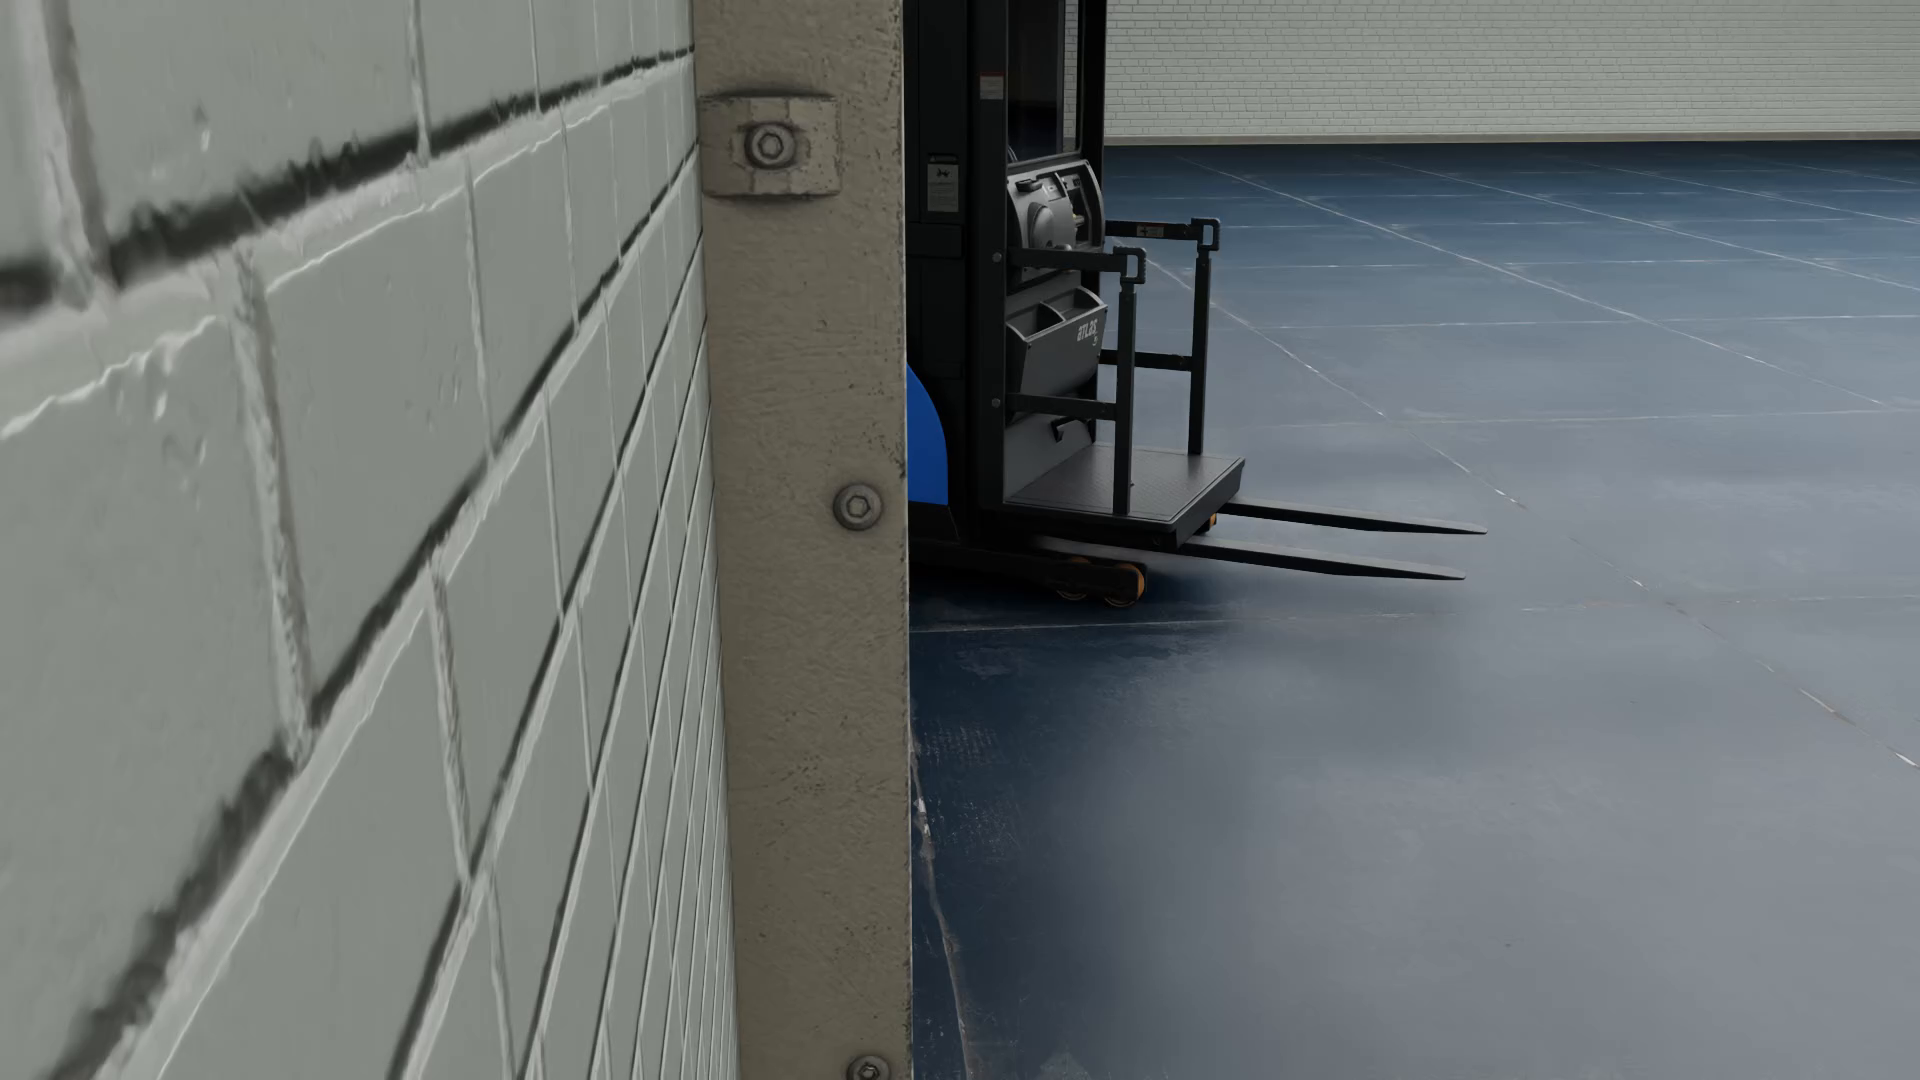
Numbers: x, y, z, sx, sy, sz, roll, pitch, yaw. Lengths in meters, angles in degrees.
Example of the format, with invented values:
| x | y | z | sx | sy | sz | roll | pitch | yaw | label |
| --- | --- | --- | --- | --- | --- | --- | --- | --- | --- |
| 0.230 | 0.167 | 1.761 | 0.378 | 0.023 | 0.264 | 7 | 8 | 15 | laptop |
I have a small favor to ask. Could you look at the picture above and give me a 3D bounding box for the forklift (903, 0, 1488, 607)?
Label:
| x | y | z | sx | sy | sz | roll | pitch | yaw | label |
| --- | --- | --- | --- | --- | --- | --- | --- | --- | --- |
| 0.569 | -1.322 | 6.496 | 3.031 | 2.935 | 1.130 | 8 | 19 | 23 | forklift |
